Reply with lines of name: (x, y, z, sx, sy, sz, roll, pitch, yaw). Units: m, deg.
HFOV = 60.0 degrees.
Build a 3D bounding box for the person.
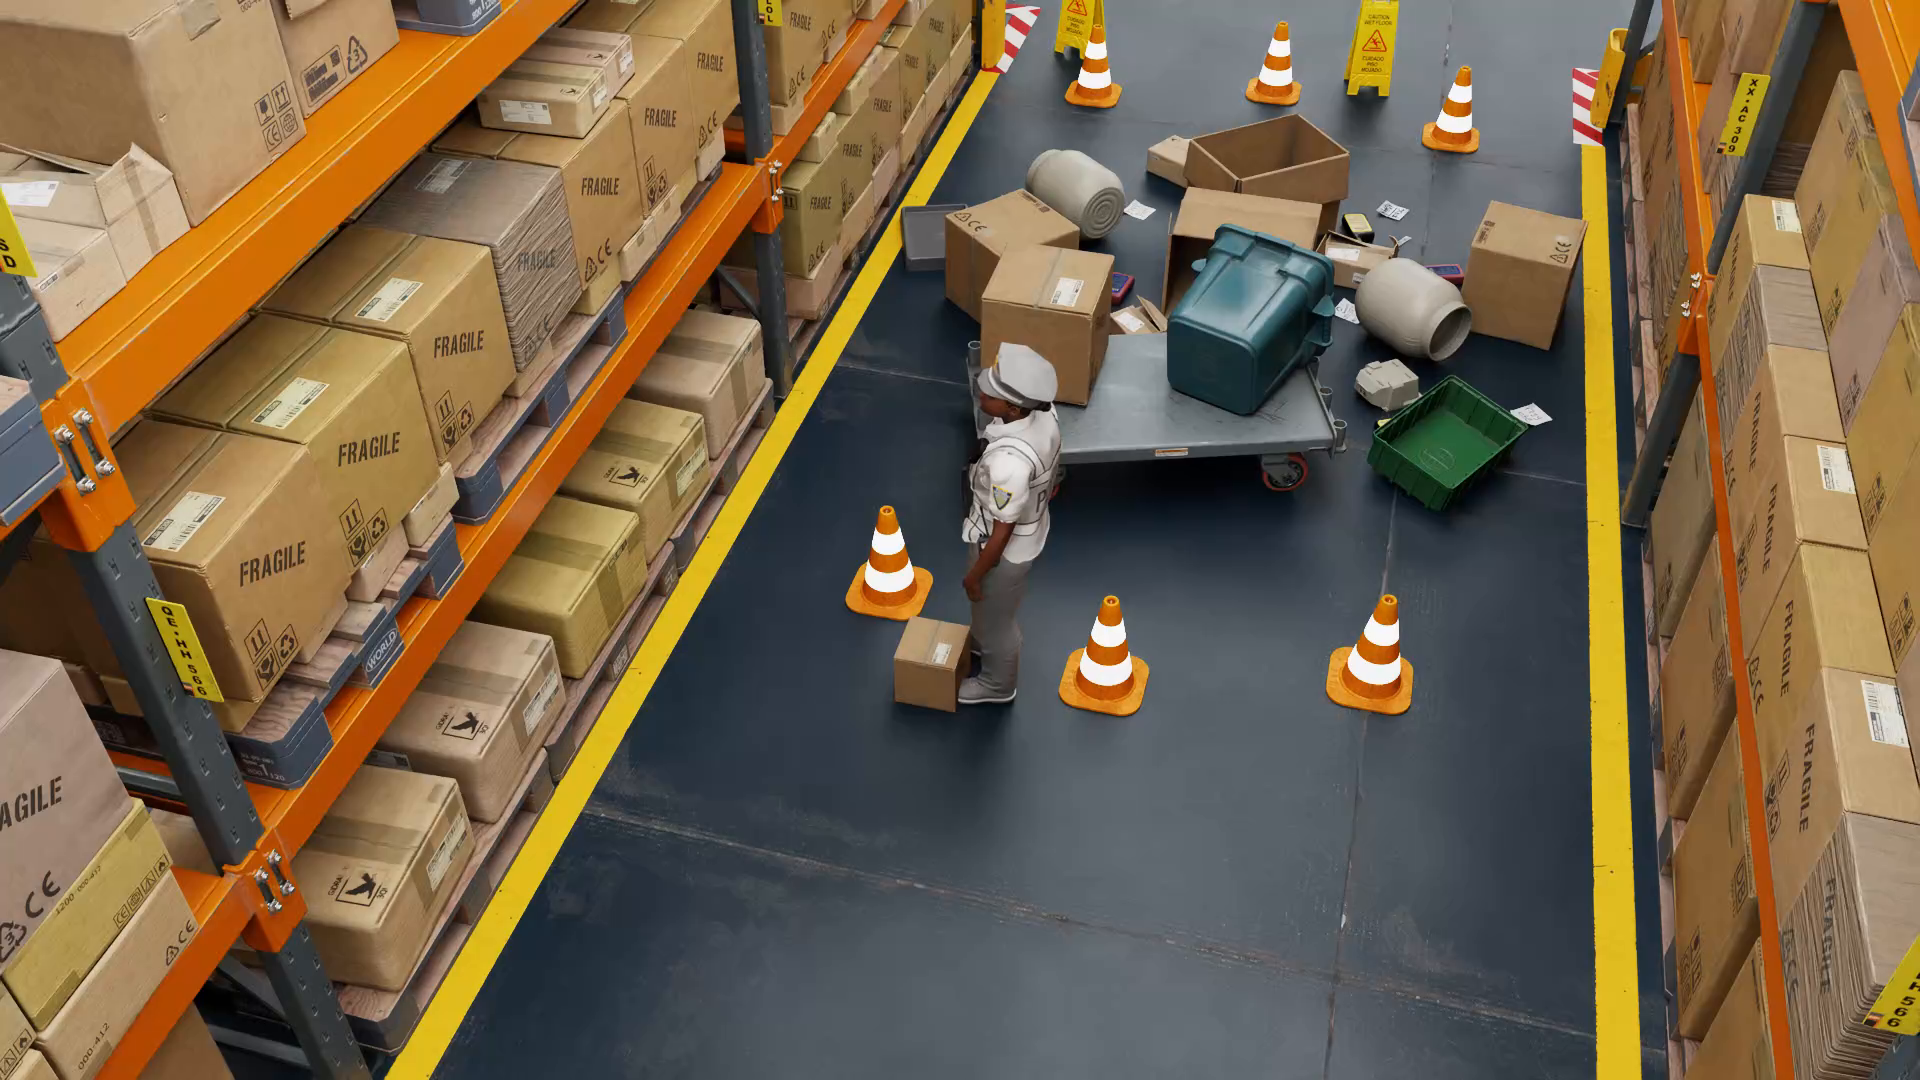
person: (0.095, -0.040, 6.165, 0.528, 1.697, 0.570, 10, 42, 11)
